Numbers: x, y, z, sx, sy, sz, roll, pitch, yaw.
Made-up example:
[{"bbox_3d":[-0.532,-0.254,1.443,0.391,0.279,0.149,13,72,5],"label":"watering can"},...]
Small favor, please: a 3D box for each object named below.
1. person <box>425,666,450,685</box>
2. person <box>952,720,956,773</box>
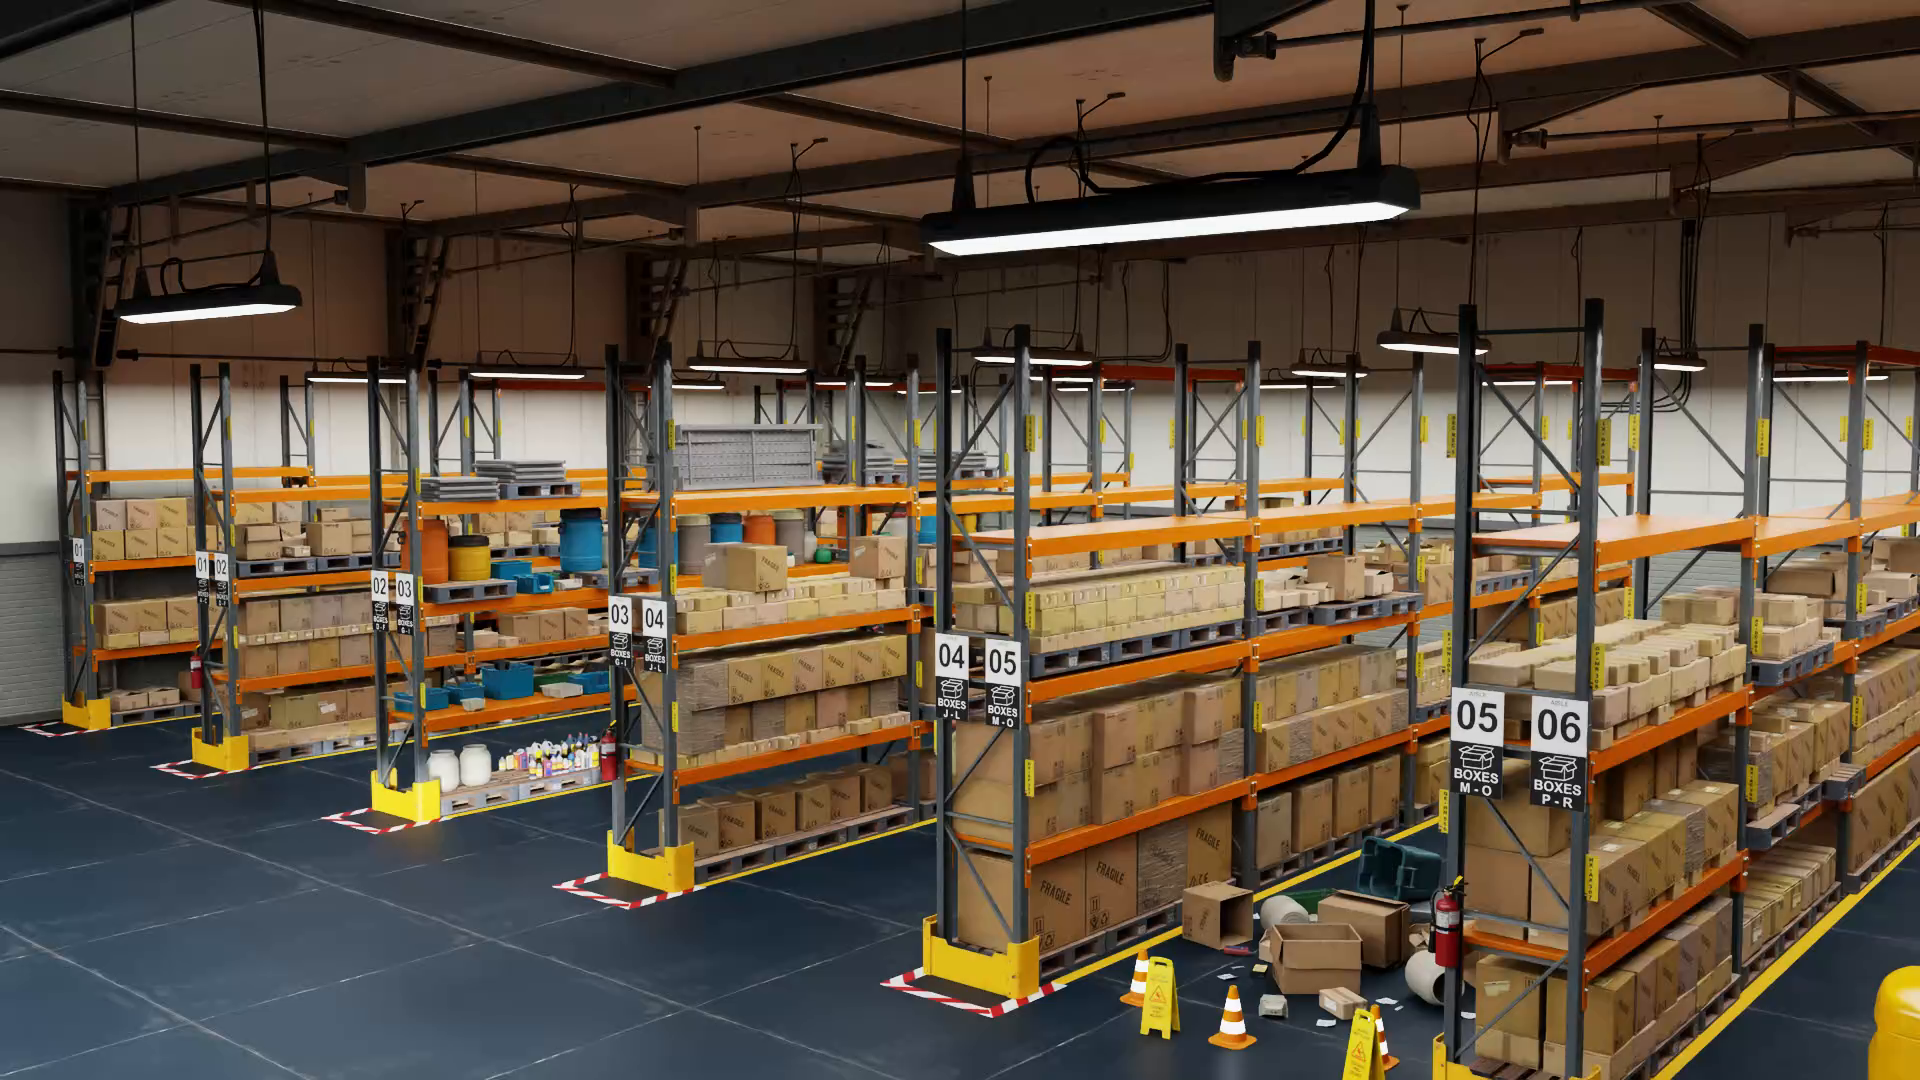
[{"bbox_3d":[-9.865,2.052,31.212,0.670,1.815,0.457,-4,5,-41],"label":"person"},{"bbox_3d":[-0.037,2.854,20.352,0.386,1.675,0.530,1,4,10],"label":"person"}]
